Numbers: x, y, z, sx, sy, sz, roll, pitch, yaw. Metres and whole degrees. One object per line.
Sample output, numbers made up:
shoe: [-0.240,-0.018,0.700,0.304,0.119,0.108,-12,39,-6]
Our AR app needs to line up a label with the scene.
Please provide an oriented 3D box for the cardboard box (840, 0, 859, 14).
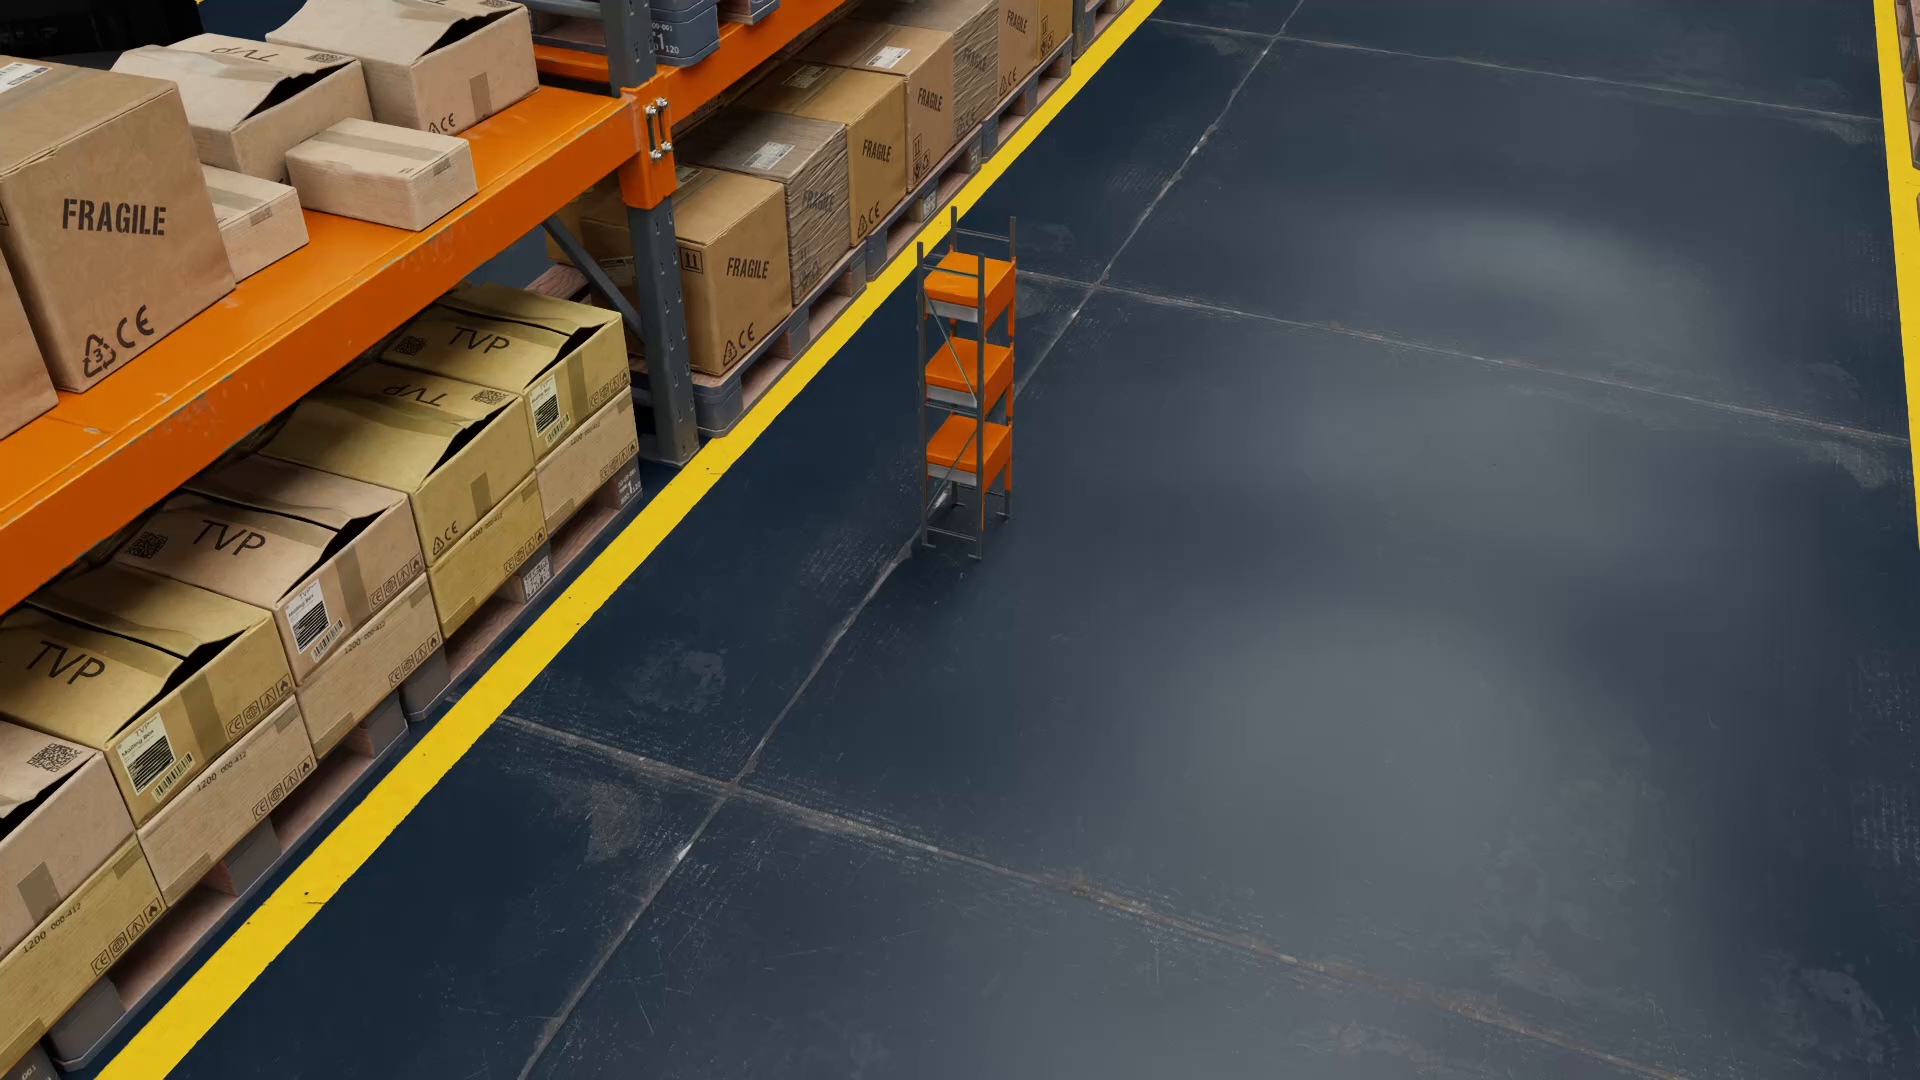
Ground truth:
cardboard box: [-0.637,-2.510,7.196,0.500,0.250,0.500,14,39,18]

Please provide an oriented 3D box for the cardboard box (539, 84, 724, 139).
cardboard box: [-1.212,-1.664,6.065,0.500,0.250,0.500,15,39,19]

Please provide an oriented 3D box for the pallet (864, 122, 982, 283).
pallet: [-0.584,-1.546,7.143,1.003,0.211,1.213,14,39,18]

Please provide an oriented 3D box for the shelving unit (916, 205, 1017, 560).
shelving unit: [0.020,-0.450,4.975,0.215,1.050,0.252,14,39,18]

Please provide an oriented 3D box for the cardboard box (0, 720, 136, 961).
cardboard box: [-2.112,0.603,3.416,0.500,0.311,0.500,13,39,16]

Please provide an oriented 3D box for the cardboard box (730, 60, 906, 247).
cardboard box: [-0.542,-1.515,6.492,0.500,0.500,0.500,13,39,17]

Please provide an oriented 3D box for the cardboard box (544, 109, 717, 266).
cardboard box: [-1.230,-1.332,6.247,0.500,0.500,0.500,15,39,20]

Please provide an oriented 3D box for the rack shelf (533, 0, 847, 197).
rack shelf: [-0.608,-2.405,6.563,1.077,0.370,4.000,14,39,18]

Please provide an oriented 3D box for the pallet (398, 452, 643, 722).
pallet: [-1.718,-0.022,5.103,1.003,0.211,1.213,14,39,18]

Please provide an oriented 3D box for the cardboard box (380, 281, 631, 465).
cardboard box: [-1.340,-0.531,4.932,0.500,0.311,0.500,15,39,19]

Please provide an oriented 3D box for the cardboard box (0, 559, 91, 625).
cardboard box: [-2.423,0.205,3.947,0.500,0.311,0.500,13,39,17]

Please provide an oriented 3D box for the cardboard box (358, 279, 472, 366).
cardboard box: [-1.839,-0.654,5.097,0.500,0.311,0.500,15,39,19]

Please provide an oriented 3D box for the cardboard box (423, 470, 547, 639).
cardboard box: [-1.536,-0.019,4.716,0.500,0.250,0.500,13,39,17]

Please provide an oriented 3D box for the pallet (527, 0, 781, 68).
pallet: [-1.176,-1.900,5.447,1.213,0.211,1.003,14,39,18]

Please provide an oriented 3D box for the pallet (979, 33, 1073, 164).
pallet: [-0.121,-2.224,8.050,1.003,0.211,1.213,14,39,18]

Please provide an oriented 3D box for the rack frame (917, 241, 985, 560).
rack frame: [-0.026,-0.383,4.885,0.200,1.050,0.008,14,39,18]

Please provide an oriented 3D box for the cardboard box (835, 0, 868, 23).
cardboard box: [-0.646,-2.190,7.395,0.500,0.500,0.500,14,39,18]

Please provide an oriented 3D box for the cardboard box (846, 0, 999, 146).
cardboard box: [-0.156,-2.087,7.258,0.500,0.500,0.500,14,39,18]

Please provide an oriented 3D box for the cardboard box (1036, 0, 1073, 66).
cardboard box: [0.231,-2.637,7.993,0.500,0.500,0.500,14,39,17]

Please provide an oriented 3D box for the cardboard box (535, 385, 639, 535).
cardboard box: [-1.343,-0.306,5.099,0.500,0.250,0.500,15,39,19]

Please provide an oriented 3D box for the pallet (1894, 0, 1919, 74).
pallet: [5.439,-2.647,8.615,1.003,0.211,1.213,14,39,18]

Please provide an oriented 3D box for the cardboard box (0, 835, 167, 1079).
cardboard box: [-2.118,0.825,3.586,0.500,0.250,0.500,13,39,16]

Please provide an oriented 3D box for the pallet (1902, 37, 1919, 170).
pallet: [4.977,-1.969,7.708,1.003,0.211,1.213,14,39,18]

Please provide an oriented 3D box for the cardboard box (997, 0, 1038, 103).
cardboard box: [0.035,-2.365,7.629,0.500,0.500,0.500,14,39,18]

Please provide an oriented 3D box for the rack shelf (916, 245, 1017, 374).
rack shelf: [0.020,-0.669,4.812,0.215,0.259,0.240,14,39,18]

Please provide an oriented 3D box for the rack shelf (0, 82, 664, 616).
rack shelf: [-2.130,-0.190,3.600,1.077,0.370,4.000,14,39,18]

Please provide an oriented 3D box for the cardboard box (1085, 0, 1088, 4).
cardboard box: [0.513,-3.083,8.747,0.500,0.311,0.500,14,39,18]

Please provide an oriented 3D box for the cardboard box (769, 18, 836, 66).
cardboard box: [-0.839,-1.910,7.021,0.500,0.500,0.500,12,39,16]

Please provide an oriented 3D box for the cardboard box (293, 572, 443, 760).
cardboard box: [-1.730,0.258,4.345,0.500,0.250,0.500,15,39,19]

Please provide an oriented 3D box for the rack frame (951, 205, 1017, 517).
rack frame: [0.067,-0.518,5.066,0.200,1.050,0.008,14,39,18]

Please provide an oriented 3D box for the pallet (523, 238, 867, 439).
pallet: [-1.050,-0.873,6.242,1.003,0.211,1.213,14,39,18]

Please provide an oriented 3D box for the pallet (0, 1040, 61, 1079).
pallet: [-2.646,1.329,3.295,1.003,0.211,1.213,14,39,18]

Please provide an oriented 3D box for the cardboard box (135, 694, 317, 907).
cardboard box: [-1.923,0.544,3.963,0.500,0.250,0.500,15,39,19]

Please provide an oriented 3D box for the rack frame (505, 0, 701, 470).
rack frame: [-1.369,-1.586,4.866,1.000,3.000,0.127,14,39,18]

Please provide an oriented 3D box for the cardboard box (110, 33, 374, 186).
cardboard box: [-1.888,-1.099,4.289,0.500,0.311,0.500,13,39,17]

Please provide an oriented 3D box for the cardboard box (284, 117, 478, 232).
cardboard box: [-1.455,-0.924,4.191,0.380,0.149,0.250,14,39,18]

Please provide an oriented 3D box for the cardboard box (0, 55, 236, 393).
cardboard box: [-1.992,-0.693,3.588,0.500,0.500,0.500,12,38,15]

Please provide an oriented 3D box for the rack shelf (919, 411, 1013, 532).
rack shelf: [0.020,-0.219,5.148,0.215,0.259,0.240,14,39,18]

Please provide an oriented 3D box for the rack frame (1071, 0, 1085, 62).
rack frame: [0.153,-3.800,7.829,1.000,3.000,0.127,14,39,18]

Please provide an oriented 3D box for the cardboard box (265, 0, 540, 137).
cardboard box: [-1.547,-1.358,4.636,0.500,0.311,0.500,16,40,21]

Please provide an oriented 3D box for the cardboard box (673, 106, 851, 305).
cardboard box: [-0.737,-1.239,6.122,0.500,0.500,0.500,12,39,16]

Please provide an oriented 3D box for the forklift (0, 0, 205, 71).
forklift: [-3.373,-2.262,5.828,1.130,2.935,3.031,-15,39,-19]

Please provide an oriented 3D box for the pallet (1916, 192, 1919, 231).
pallet: [4.401,-1.135,6.592,1.003,0.211,1.213,14,39,18]

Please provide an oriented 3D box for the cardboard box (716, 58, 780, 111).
cardboard box: [-1.033,-1.618,6.630,0.500,0.500,0.500,12,39,16]

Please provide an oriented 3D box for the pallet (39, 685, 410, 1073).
pallet: [-2.184,0.651,4.202,1.003,0.211,1.213,14,39,18]

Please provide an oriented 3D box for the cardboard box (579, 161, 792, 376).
cardboard box: [-0.931,-0.947,5.733,0.500,0.500,0.500,15,39,20]

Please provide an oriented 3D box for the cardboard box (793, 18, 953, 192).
cardboard box: [-0.348,-1.805,6.880,0.500,0.500,0.500,13,39,16]

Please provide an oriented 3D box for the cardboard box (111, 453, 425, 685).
cardboard box: [-1.727,0.037,4.172,0.500,0.311,0.500,14,39,17]

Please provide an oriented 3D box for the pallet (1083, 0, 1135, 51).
pallet: [0.416,-3.063,9.172,1.003,0.211,1.213,14,39,18]

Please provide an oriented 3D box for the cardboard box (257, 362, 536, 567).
cardboard box: [-1.532,-0.242,4.545,0.500,0.311,0.500,13,39,17]

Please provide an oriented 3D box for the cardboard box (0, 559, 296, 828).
cardboard box: [-1.919,0.314,3.802,0.500,0.311,0.500,15,39,19]

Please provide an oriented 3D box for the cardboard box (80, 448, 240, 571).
cardboard box: [-2.228,-0.079,4.328,0.500,0.311,0.500,13,39,17]

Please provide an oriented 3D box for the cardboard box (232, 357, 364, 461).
cardboard box: [-2.032,-0.361,4.705,0.500,0.311,0.500,13,39,17]

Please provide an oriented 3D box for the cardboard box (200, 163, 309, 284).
cardboard box: [-1.802,-0.766,3.979,0.380,0.149,0.250,17,40,21]

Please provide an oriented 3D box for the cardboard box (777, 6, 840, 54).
cardboard box: [-0.827,-2.232,6.824,0.500,0.250,0.500,13,39,17]

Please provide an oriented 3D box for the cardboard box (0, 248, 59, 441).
cardboard box: [-2.192,-0.401,3.198,0.500,0.500,0.500,14,39,18]

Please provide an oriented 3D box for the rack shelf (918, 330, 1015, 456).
rack shelf: [0.020,-0.442,4.982,0.215,0.259,0.240,14,39,18]
